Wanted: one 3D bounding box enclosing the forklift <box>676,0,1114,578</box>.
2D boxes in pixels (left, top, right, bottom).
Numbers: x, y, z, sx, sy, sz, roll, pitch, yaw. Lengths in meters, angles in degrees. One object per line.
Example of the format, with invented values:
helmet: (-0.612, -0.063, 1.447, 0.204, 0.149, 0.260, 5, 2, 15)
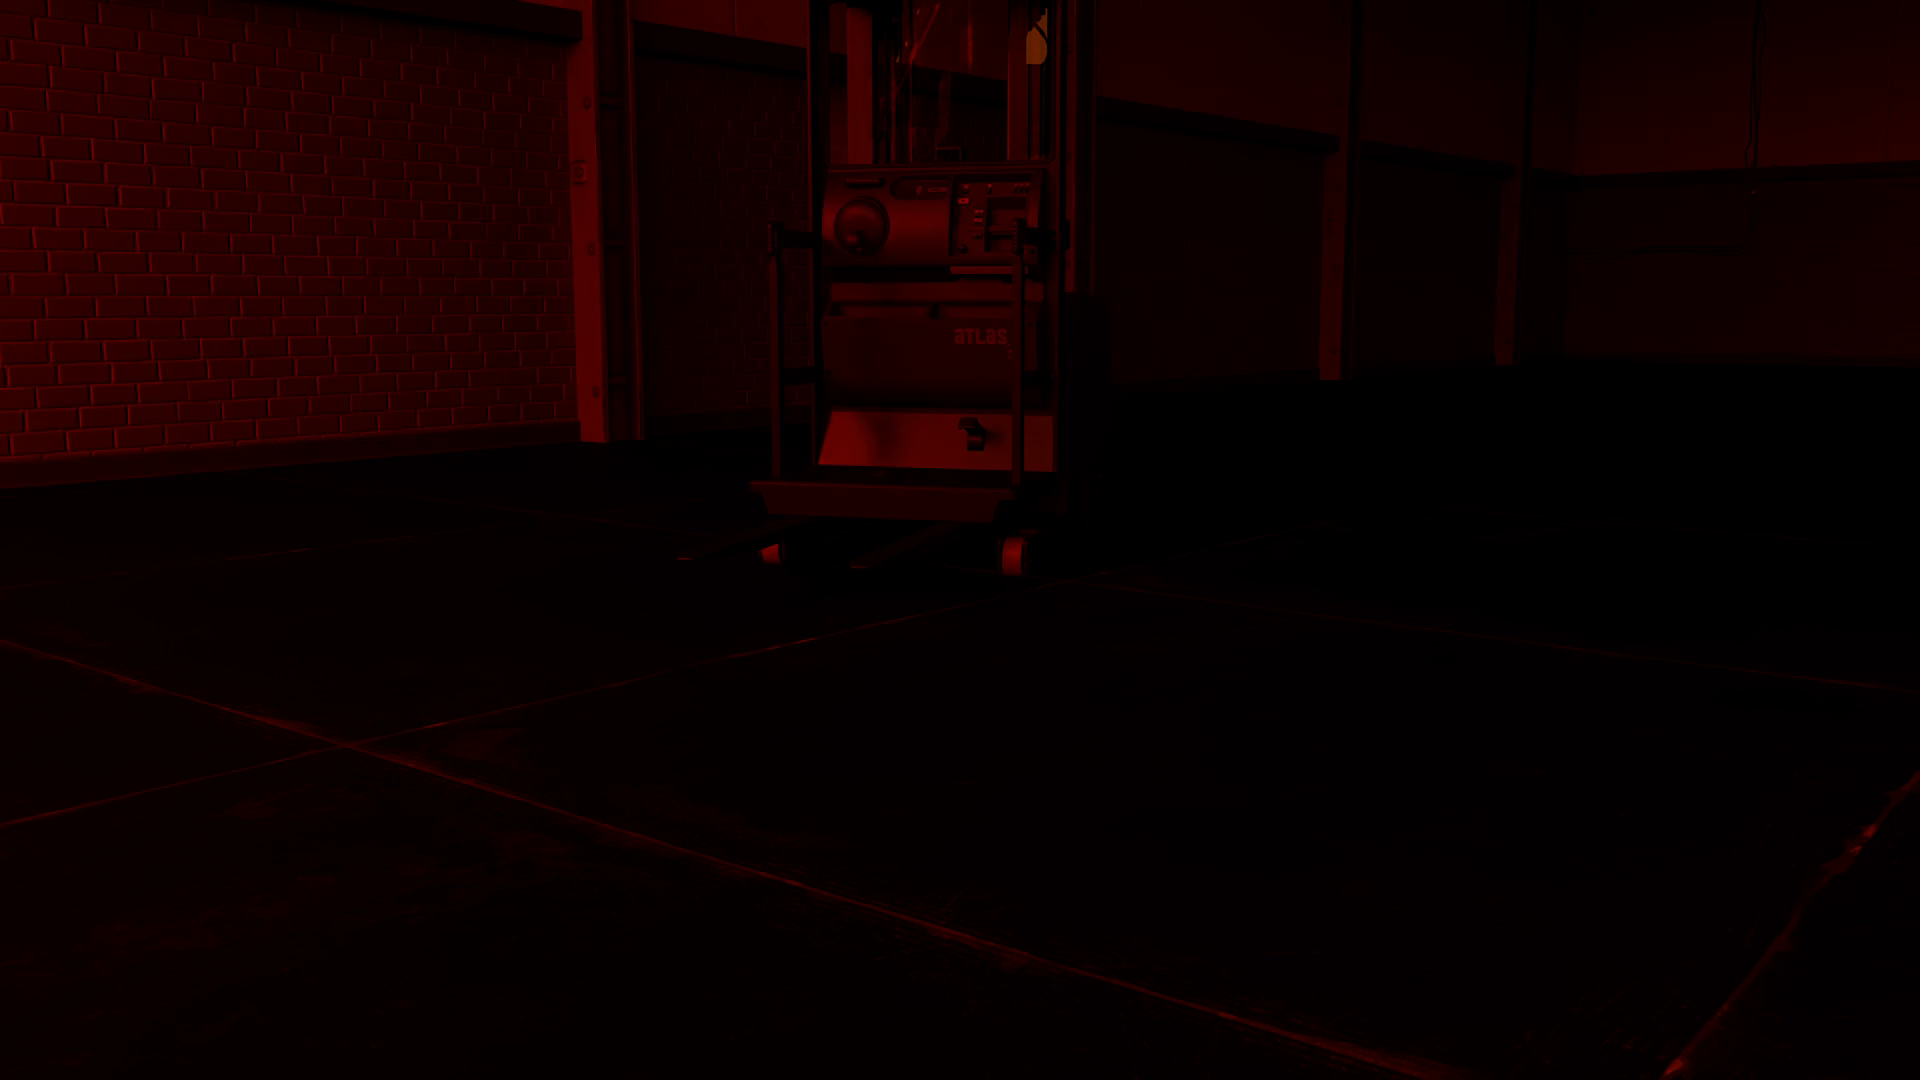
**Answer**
forklift: (-0.176, -1.366, 6.616, 1.130, 2.935, 3.031, 3, 9, 17)
